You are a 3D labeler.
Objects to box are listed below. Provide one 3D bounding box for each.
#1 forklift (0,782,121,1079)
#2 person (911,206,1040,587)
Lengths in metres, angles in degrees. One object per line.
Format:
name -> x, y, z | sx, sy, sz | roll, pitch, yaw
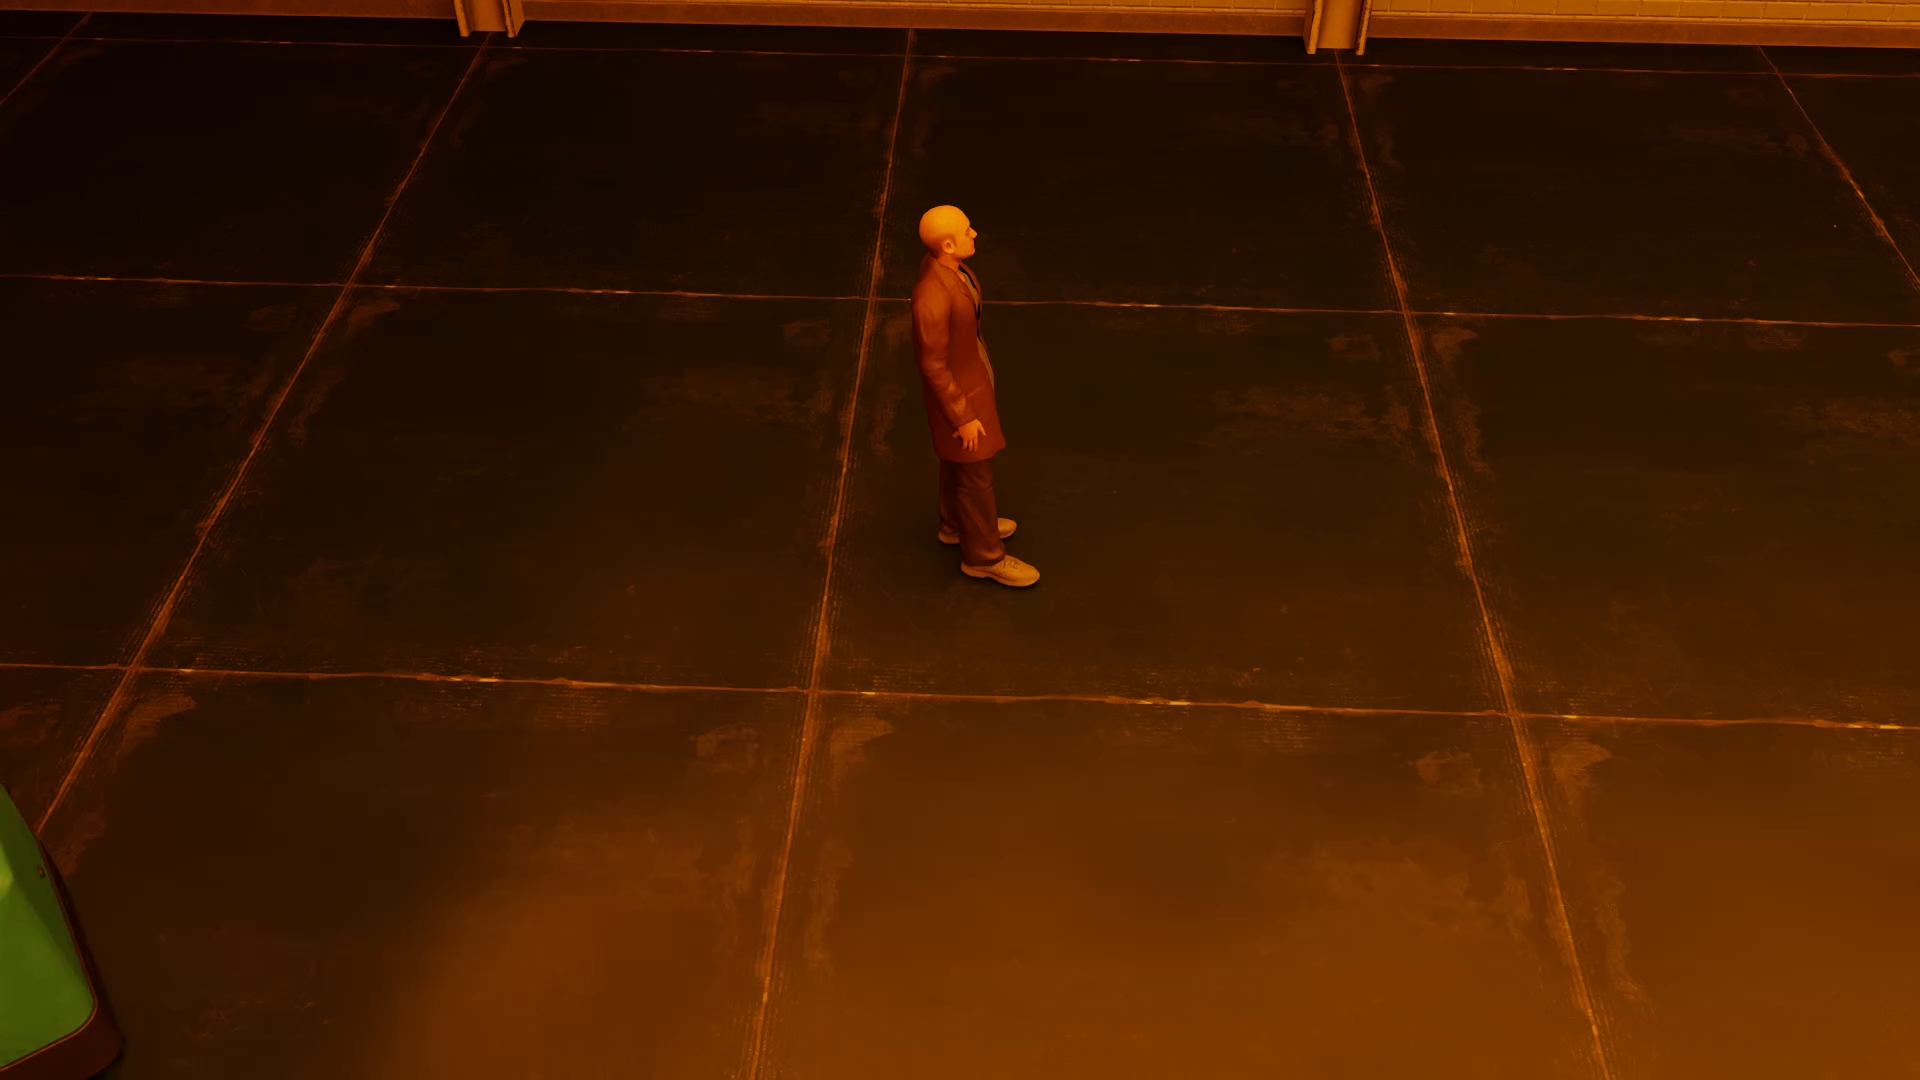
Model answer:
forklift -> -4.454, 1.080, 4.560 | 3.031, 2.935, 1.130 | -25, 48, -25
person -> 0.090, -0.656, 7.305 | 0.582, 1.776, 0.696 | 2, 42, 2
